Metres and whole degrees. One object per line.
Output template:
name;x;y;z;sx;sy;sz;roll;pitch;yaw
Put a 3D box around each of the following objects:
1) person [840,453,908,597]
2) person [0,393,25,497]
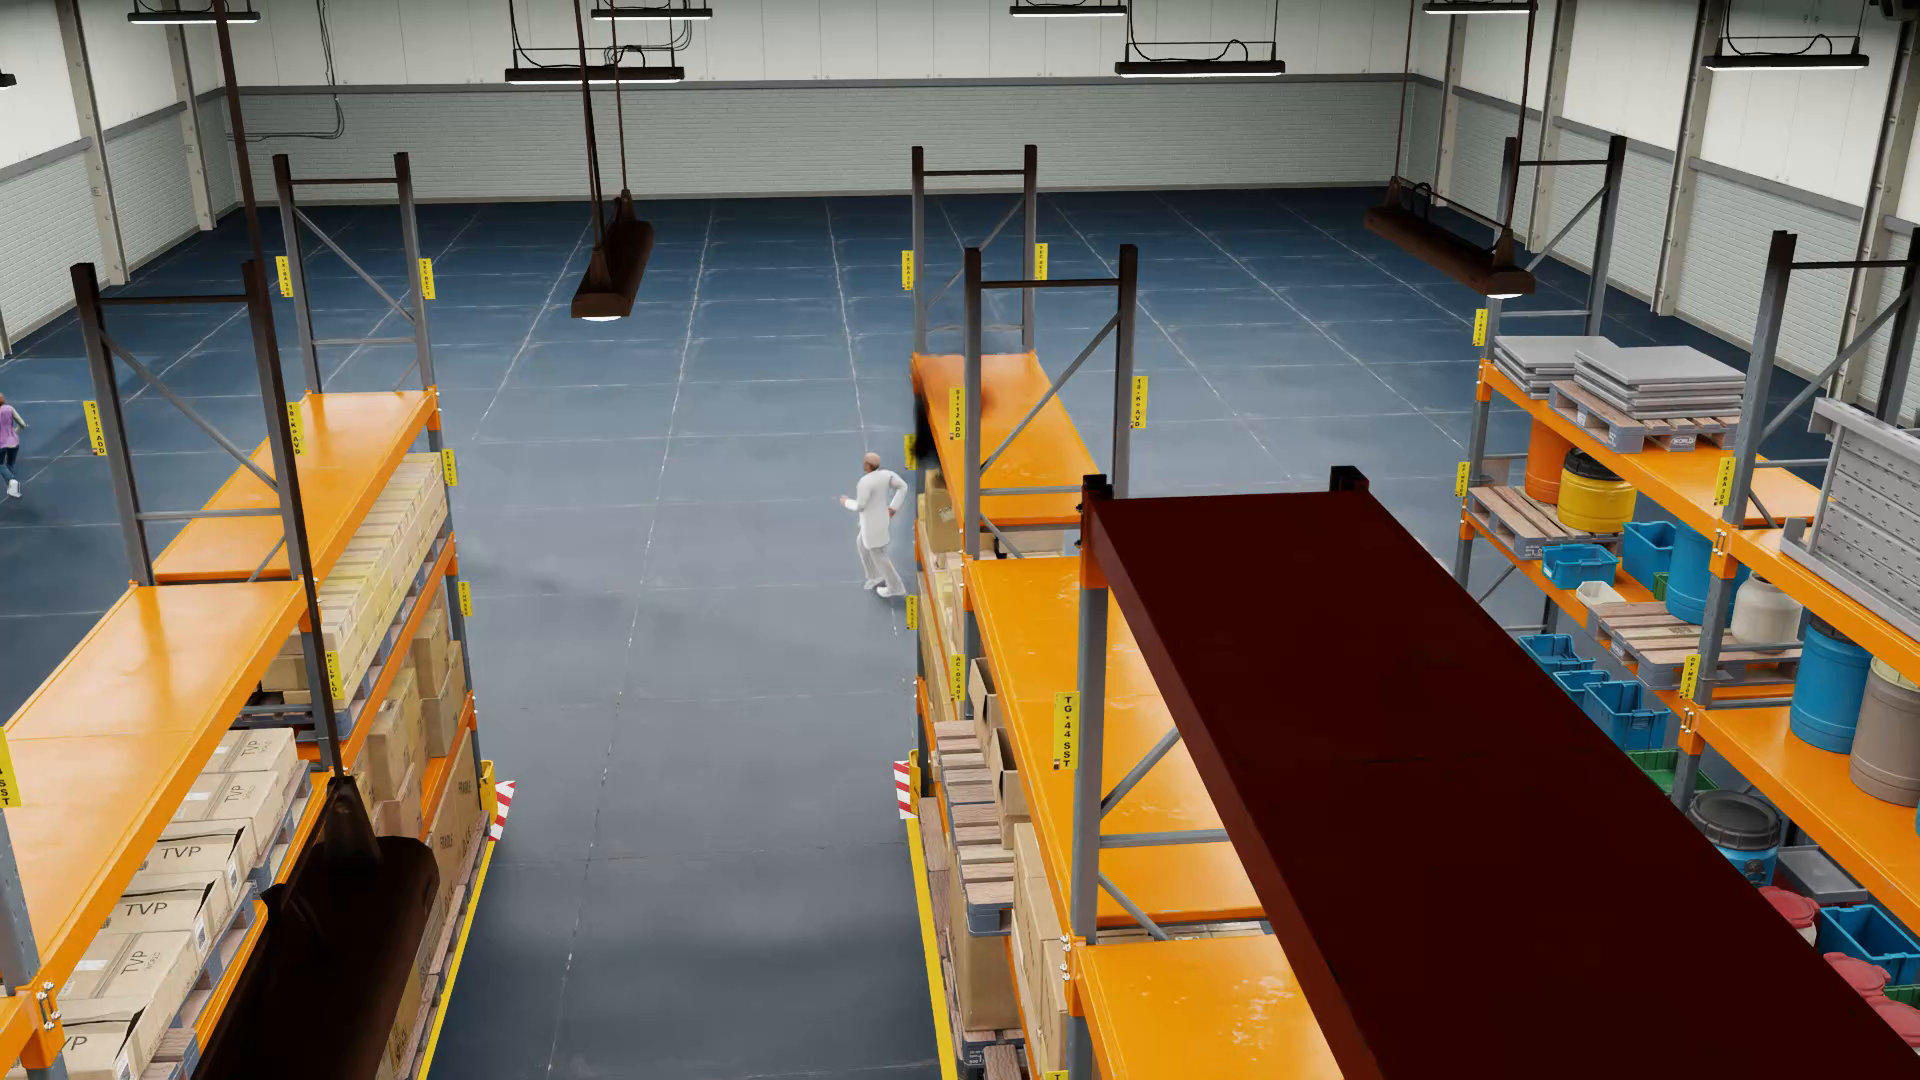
person;-1.015;-0.153;19.650;0.841;1.830;0.661;10;24;23
person;-13.098;-1.309;22.850;0.566;1.543;0.534;20;29;40
